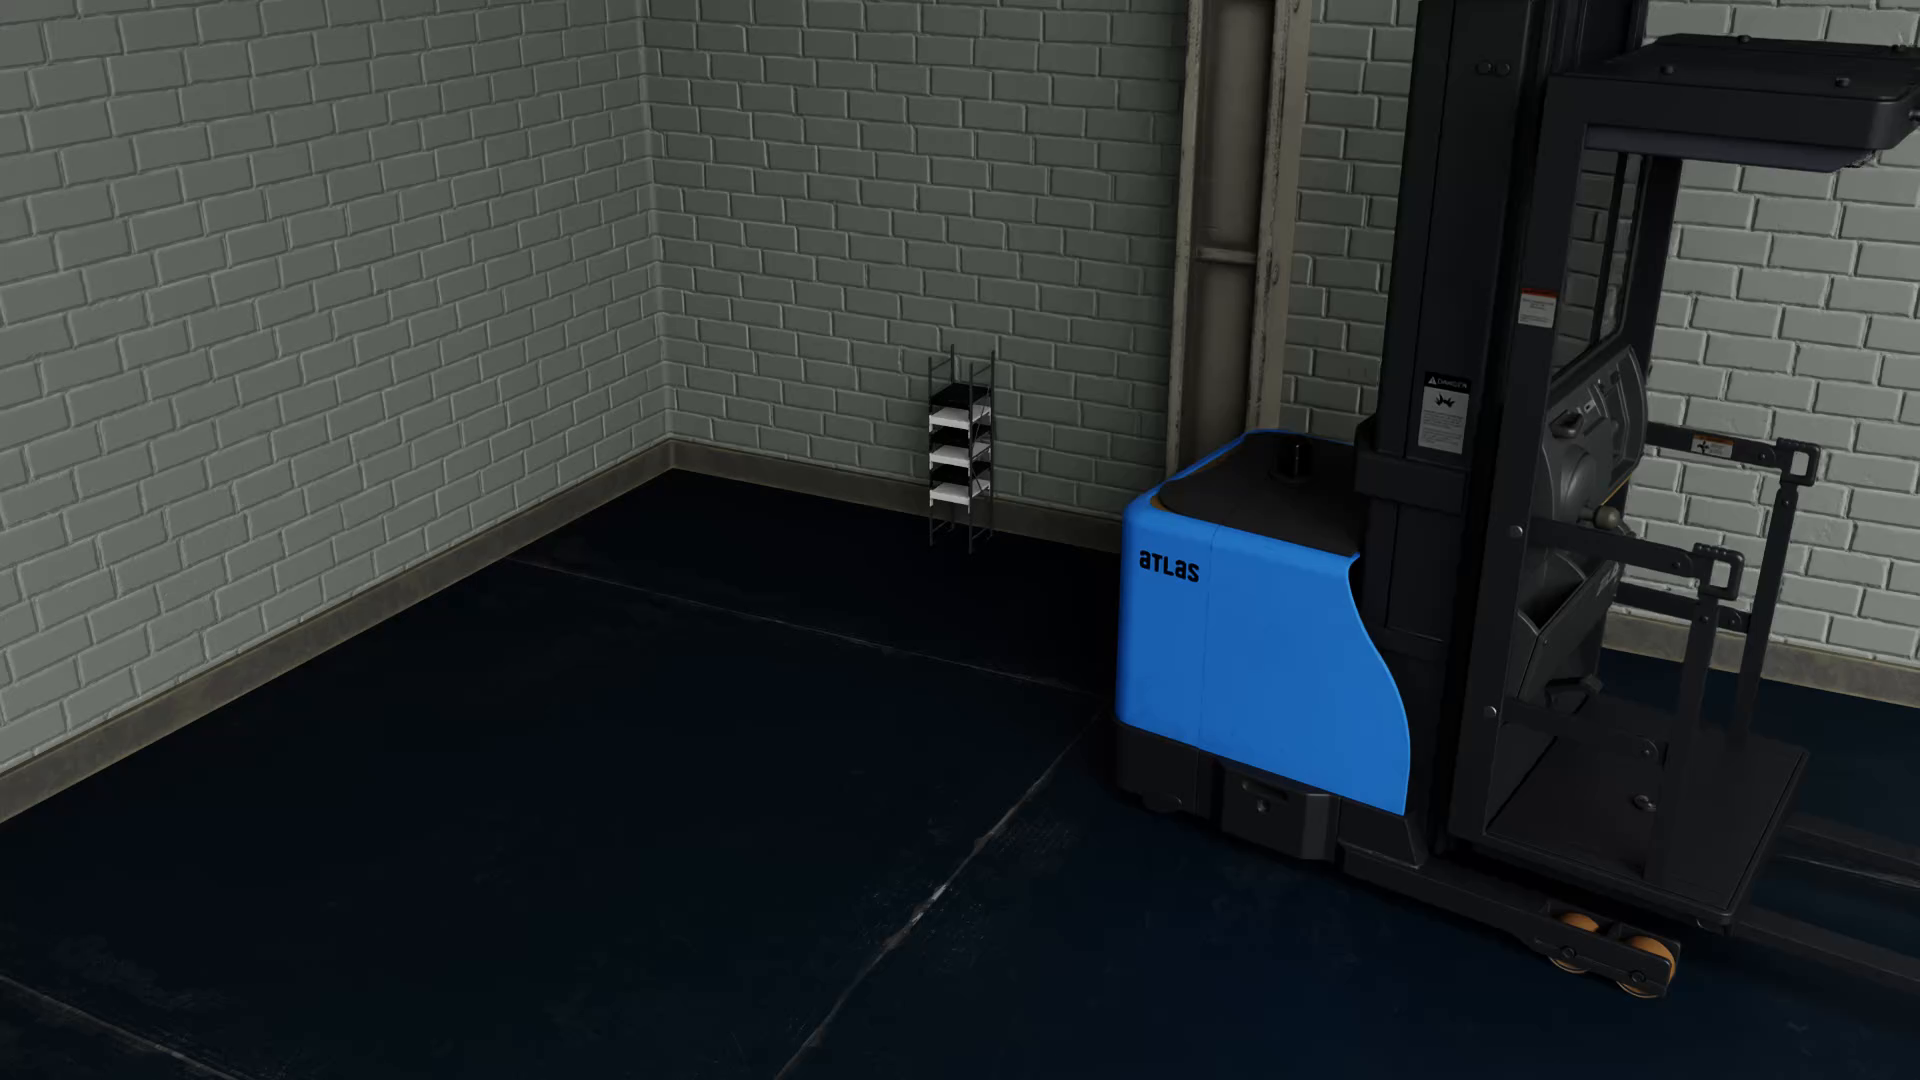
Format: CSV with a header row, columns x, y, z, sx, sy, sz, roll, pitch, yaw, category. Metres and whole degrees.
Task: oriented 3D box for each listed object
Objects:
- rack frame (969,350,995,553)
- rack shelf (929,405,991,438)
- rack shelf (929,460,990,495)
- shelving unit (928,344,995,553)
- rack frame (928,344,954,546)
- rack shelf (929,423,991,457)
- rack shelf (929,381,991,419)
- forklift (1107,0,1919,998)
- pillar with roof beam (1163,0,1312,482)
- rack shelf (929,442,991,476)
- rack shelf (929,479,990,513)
x,y,z,sx,sy,sz,roll,pitch,yaw,category
0.098,-0.395,7.528,0.006,0.900,0.240,11,25,25,rack frame
0.007,-0.548,7.513,0.200,0.077,0.258,11,25,25,rack shelf
0.007,-0.299,7.619,0.200,0.077,0.258,11,25,25,rack shelf
0.007,-0.413,7.571,0.210,0.900,0.258,11,25,25,shelving unit
-0.083,-0.431,7.613,0.006,0.900,0.240,11,25,25,rack frame
0.007,-0.465,7.548,0.200,0.077,0.258,11,25,25,rack shelf
0.007,-0.630,7.478,0.200,0.077,0.258,11,25,25,rack shelf
1.997,-0.291,4.689,3.031,2.935,1.130,16,28,32,forklift
-0.834,-2.447,2.004,0.400,9.000,9.100,11,25,25,pillar with roof beam
0.007,-0.382,7.584,0.200,0.077,0.258,11,25,25,rack shelf
0.007,-0.216,7.654,0.200,0.077,0.258,11,25,25,rack shelf
